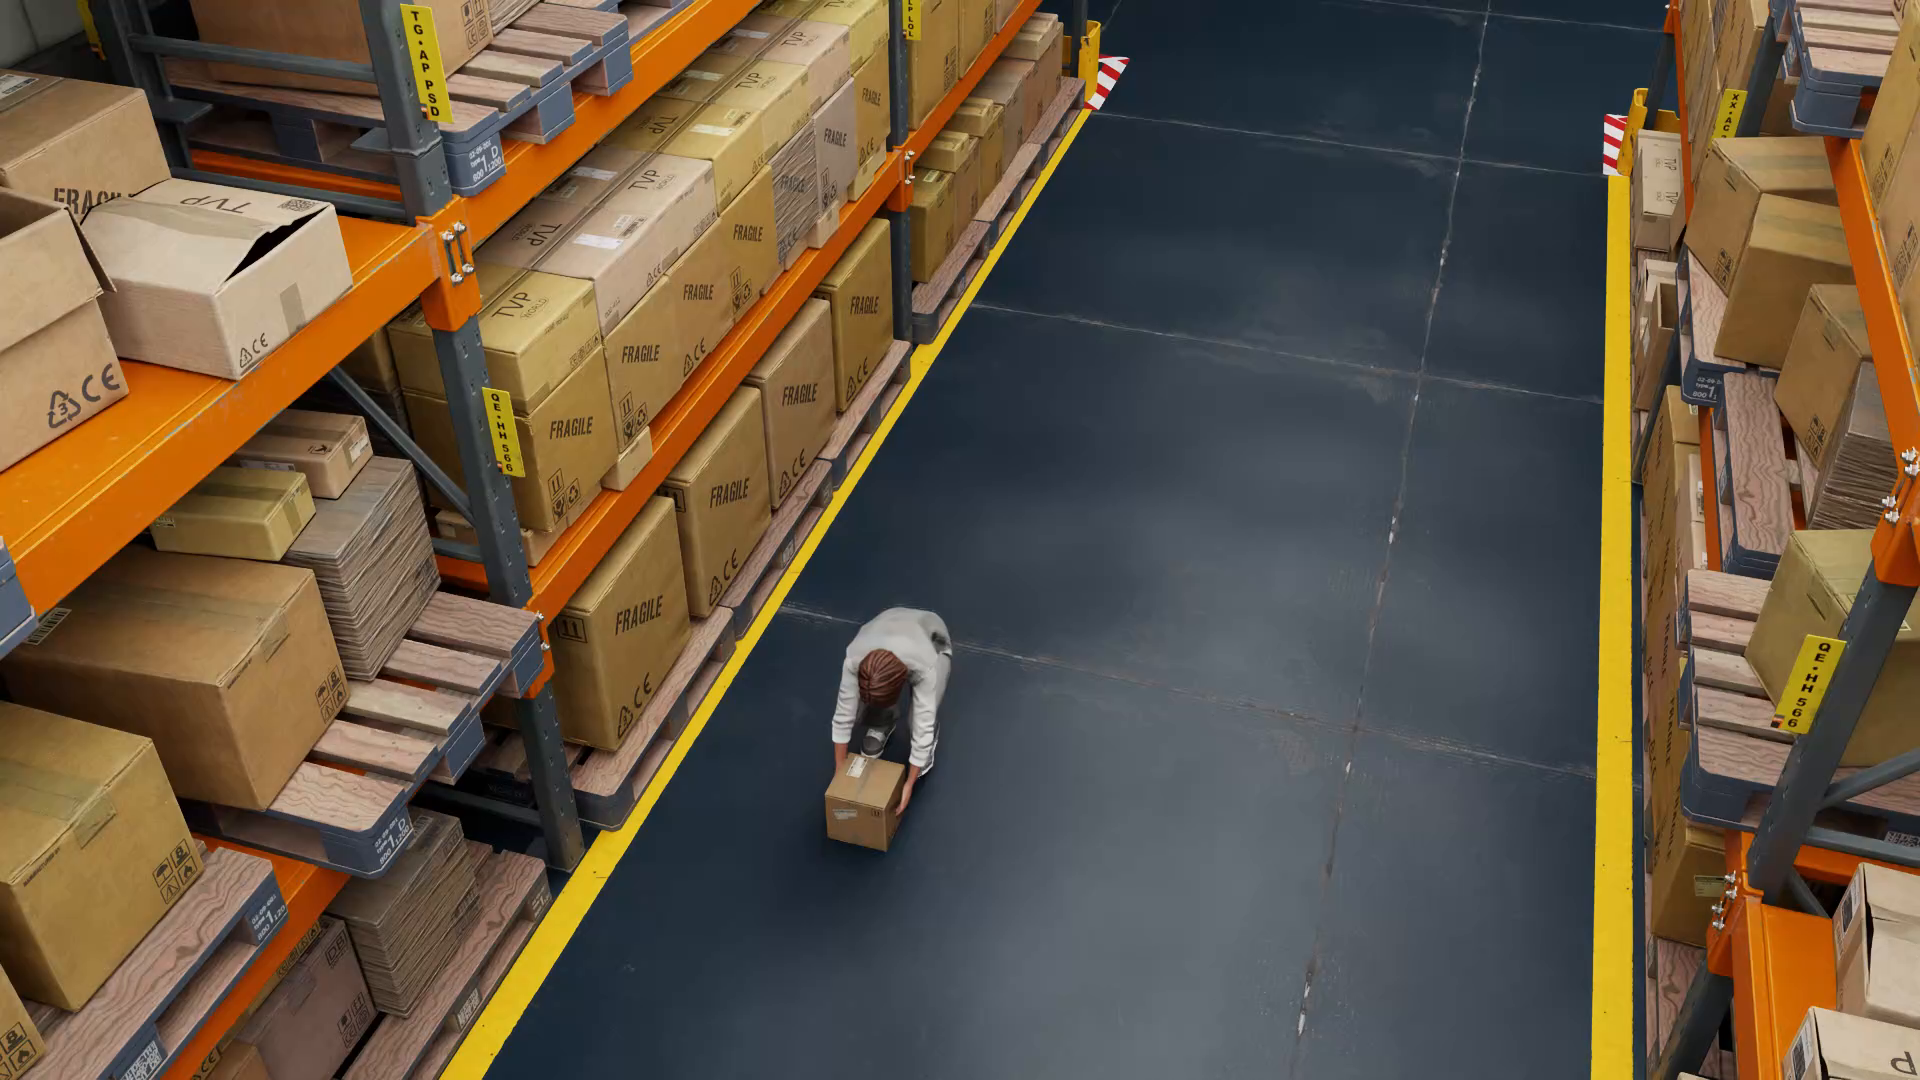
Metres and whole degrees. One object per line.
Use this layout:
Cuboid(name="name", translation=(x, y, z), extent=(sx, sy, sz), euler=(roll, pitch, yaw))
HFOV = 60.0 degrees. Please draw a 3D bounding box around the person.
Cuboid(name="person", translation=(-0.255, 0.613, 6.730), extent=(0.442, 0.832, 0.799), euler=(11, 39, 14))
